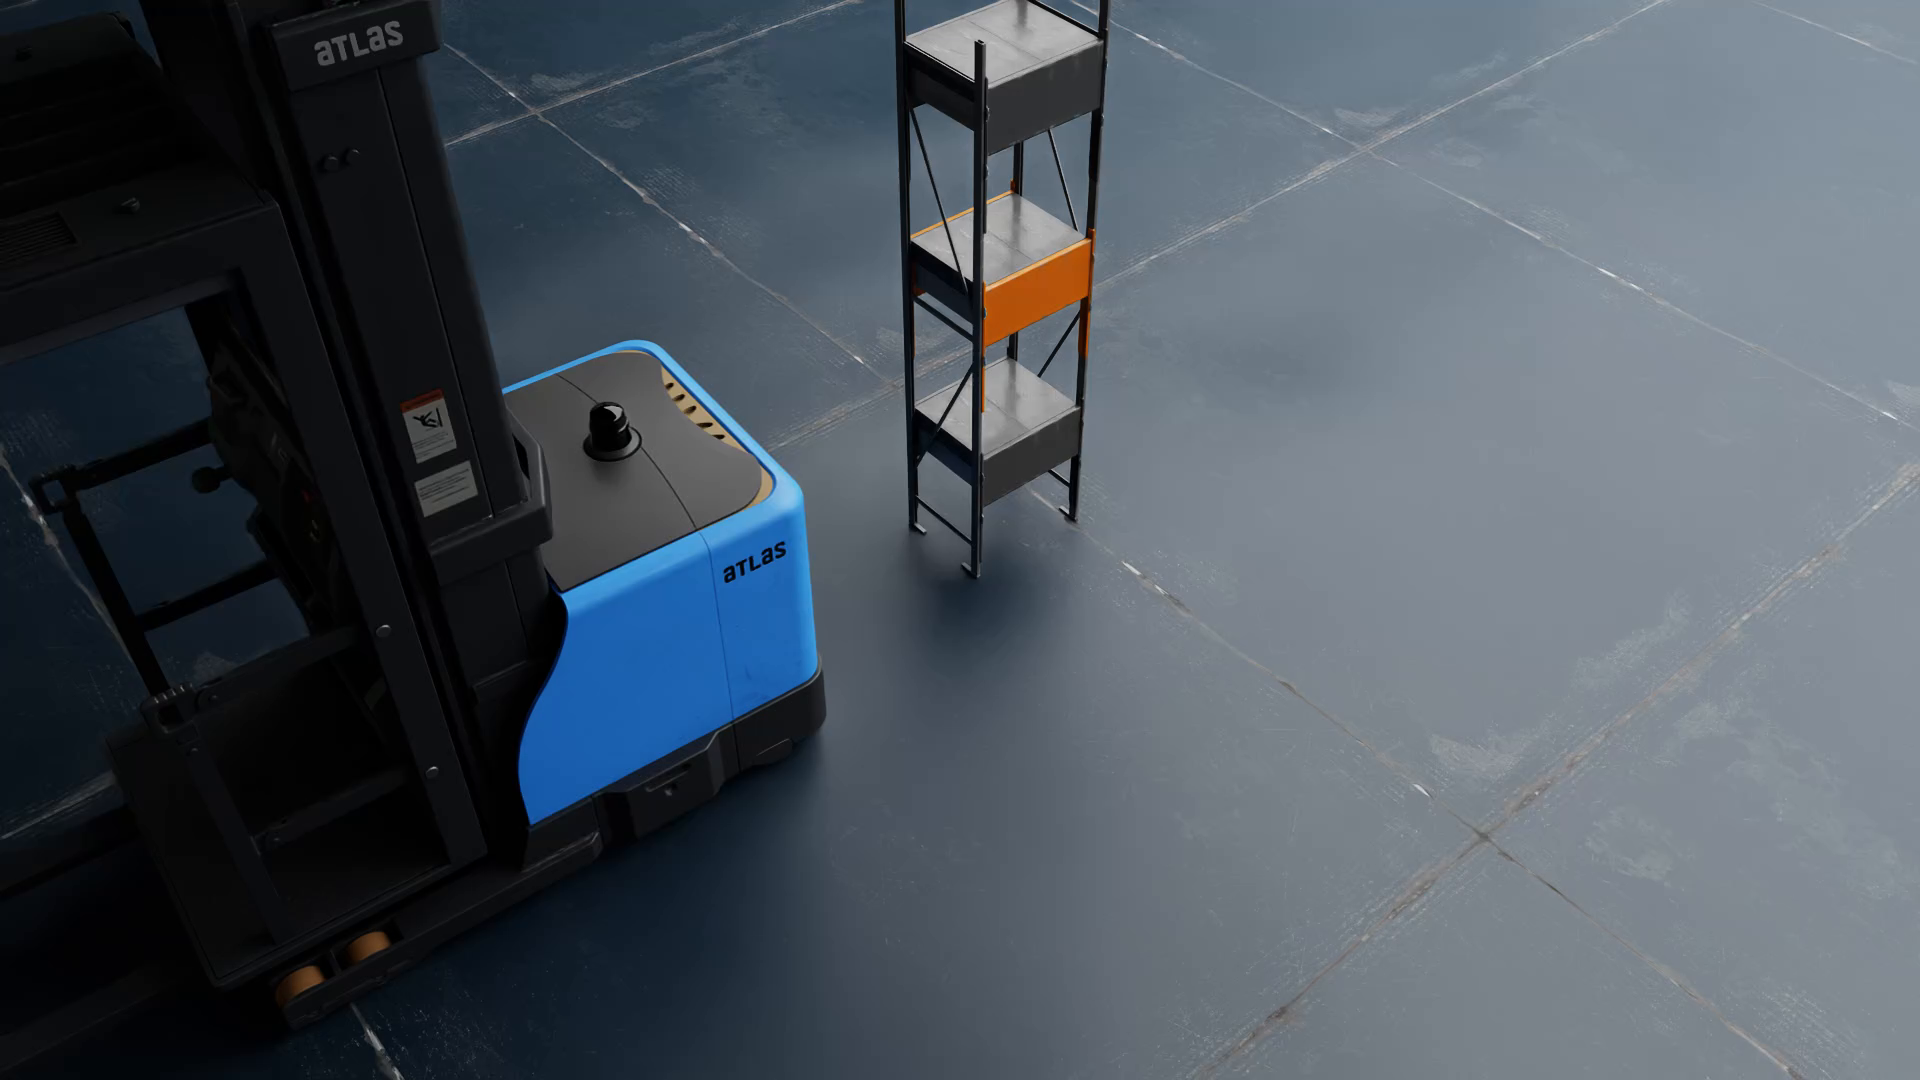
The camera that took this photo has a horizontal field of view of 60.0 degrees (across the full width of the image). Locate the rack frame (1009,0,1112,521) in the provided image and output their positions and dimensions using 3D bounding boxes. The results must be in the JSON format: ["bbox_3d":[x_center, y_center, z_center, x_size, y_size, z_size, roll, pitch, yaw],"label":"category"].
[{"bbox_3d":[0.314,-0.945,5.723,0.015,2.100,0.400,-30,51,-28],"label":"rack frame"}]

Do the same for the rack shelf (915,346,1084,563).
[{"bbox_3d":[0.127,-0.318,6.097,0.480,0.518,0.431,-30,51,-28],"label":"rack shelf"}]

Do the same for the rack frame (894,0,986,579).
[{"bbox_3d":[-0.060,-0.731,5.494,0.015,2.100,0.400,-30,51,-28],"label":"rack frame"}]

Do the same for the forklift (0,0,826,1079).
[{"bbox_3d":[-1.933,-0.098,4.213,3.031,2.935,1.130,-27,49,-26],"label":"forklift"}]

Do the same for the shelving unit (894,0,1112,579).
[{"bbox_3d":[0.127,-0.838,5.609,0.503,2.100,0.431,-30,51,-28],"label":"shelving unit"}]

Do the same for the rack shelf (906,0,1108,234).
[{"bbox_3d":[0.127,-1.338,5.139,0.480,0.518,0.431,-30,51,-28],"label":"rack shelf"}]

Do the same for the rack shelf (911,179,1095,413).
[{"bbox_3d":[0.127,-0.828,5.618,0.480,0.518,0.431,-30,51,-28],"label":"rack shelf"}]
